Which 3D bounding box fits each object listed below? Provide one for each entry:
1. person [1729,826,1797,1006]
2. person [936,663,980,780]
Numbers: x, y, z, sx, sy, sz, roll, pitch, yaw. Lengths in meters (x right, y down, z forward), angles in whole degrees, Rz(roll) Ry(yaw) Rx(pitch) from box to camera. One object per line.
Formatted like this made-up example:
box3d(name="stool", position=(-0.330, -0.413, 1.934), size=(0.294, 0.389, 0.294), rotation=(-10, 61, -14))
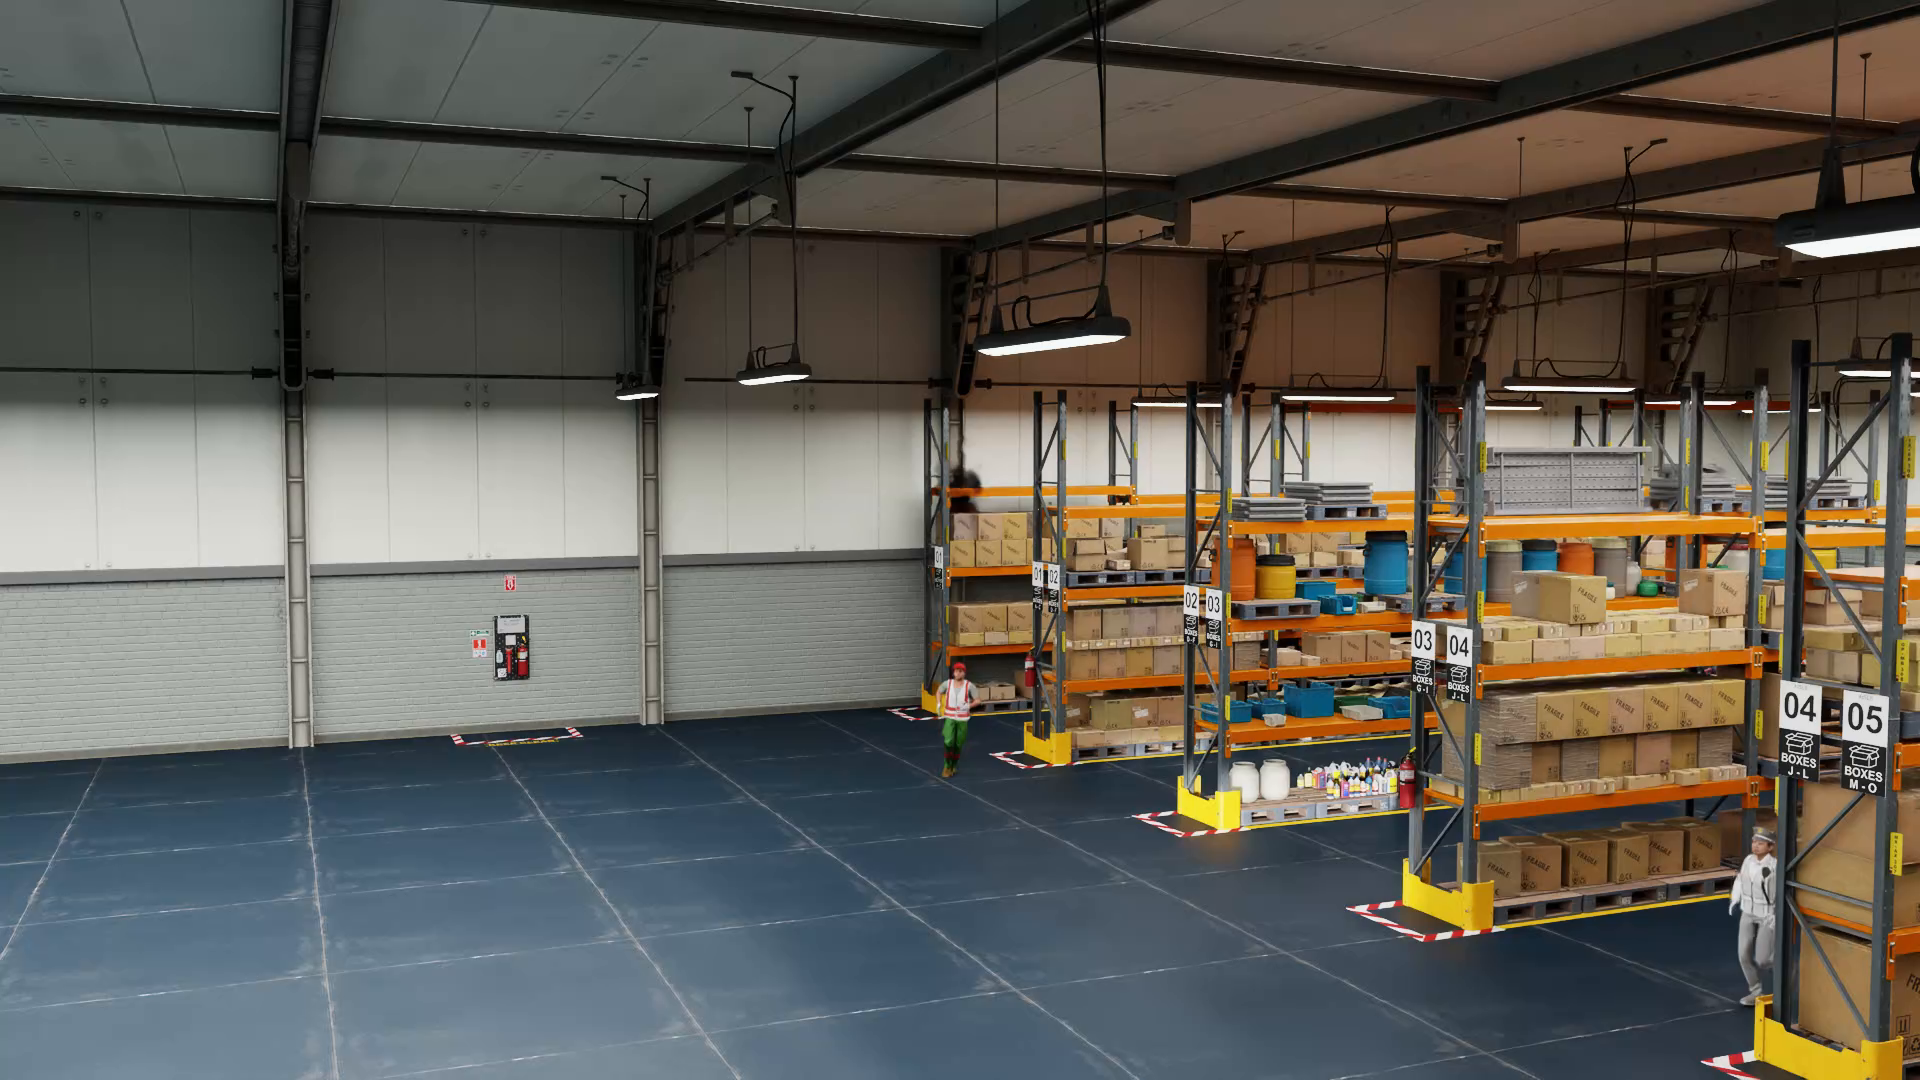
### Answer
box3d(name="person", position=(7.403, 3.440, 15.270), size=(0.585, 1.632, 0.667), rotation=(-2, 4, -28))
box3d(name="person", position=(-0.027, 2.776, 25.560), size=(0.661, 1.797, 0.633), rotation=(0, 3, 2))
